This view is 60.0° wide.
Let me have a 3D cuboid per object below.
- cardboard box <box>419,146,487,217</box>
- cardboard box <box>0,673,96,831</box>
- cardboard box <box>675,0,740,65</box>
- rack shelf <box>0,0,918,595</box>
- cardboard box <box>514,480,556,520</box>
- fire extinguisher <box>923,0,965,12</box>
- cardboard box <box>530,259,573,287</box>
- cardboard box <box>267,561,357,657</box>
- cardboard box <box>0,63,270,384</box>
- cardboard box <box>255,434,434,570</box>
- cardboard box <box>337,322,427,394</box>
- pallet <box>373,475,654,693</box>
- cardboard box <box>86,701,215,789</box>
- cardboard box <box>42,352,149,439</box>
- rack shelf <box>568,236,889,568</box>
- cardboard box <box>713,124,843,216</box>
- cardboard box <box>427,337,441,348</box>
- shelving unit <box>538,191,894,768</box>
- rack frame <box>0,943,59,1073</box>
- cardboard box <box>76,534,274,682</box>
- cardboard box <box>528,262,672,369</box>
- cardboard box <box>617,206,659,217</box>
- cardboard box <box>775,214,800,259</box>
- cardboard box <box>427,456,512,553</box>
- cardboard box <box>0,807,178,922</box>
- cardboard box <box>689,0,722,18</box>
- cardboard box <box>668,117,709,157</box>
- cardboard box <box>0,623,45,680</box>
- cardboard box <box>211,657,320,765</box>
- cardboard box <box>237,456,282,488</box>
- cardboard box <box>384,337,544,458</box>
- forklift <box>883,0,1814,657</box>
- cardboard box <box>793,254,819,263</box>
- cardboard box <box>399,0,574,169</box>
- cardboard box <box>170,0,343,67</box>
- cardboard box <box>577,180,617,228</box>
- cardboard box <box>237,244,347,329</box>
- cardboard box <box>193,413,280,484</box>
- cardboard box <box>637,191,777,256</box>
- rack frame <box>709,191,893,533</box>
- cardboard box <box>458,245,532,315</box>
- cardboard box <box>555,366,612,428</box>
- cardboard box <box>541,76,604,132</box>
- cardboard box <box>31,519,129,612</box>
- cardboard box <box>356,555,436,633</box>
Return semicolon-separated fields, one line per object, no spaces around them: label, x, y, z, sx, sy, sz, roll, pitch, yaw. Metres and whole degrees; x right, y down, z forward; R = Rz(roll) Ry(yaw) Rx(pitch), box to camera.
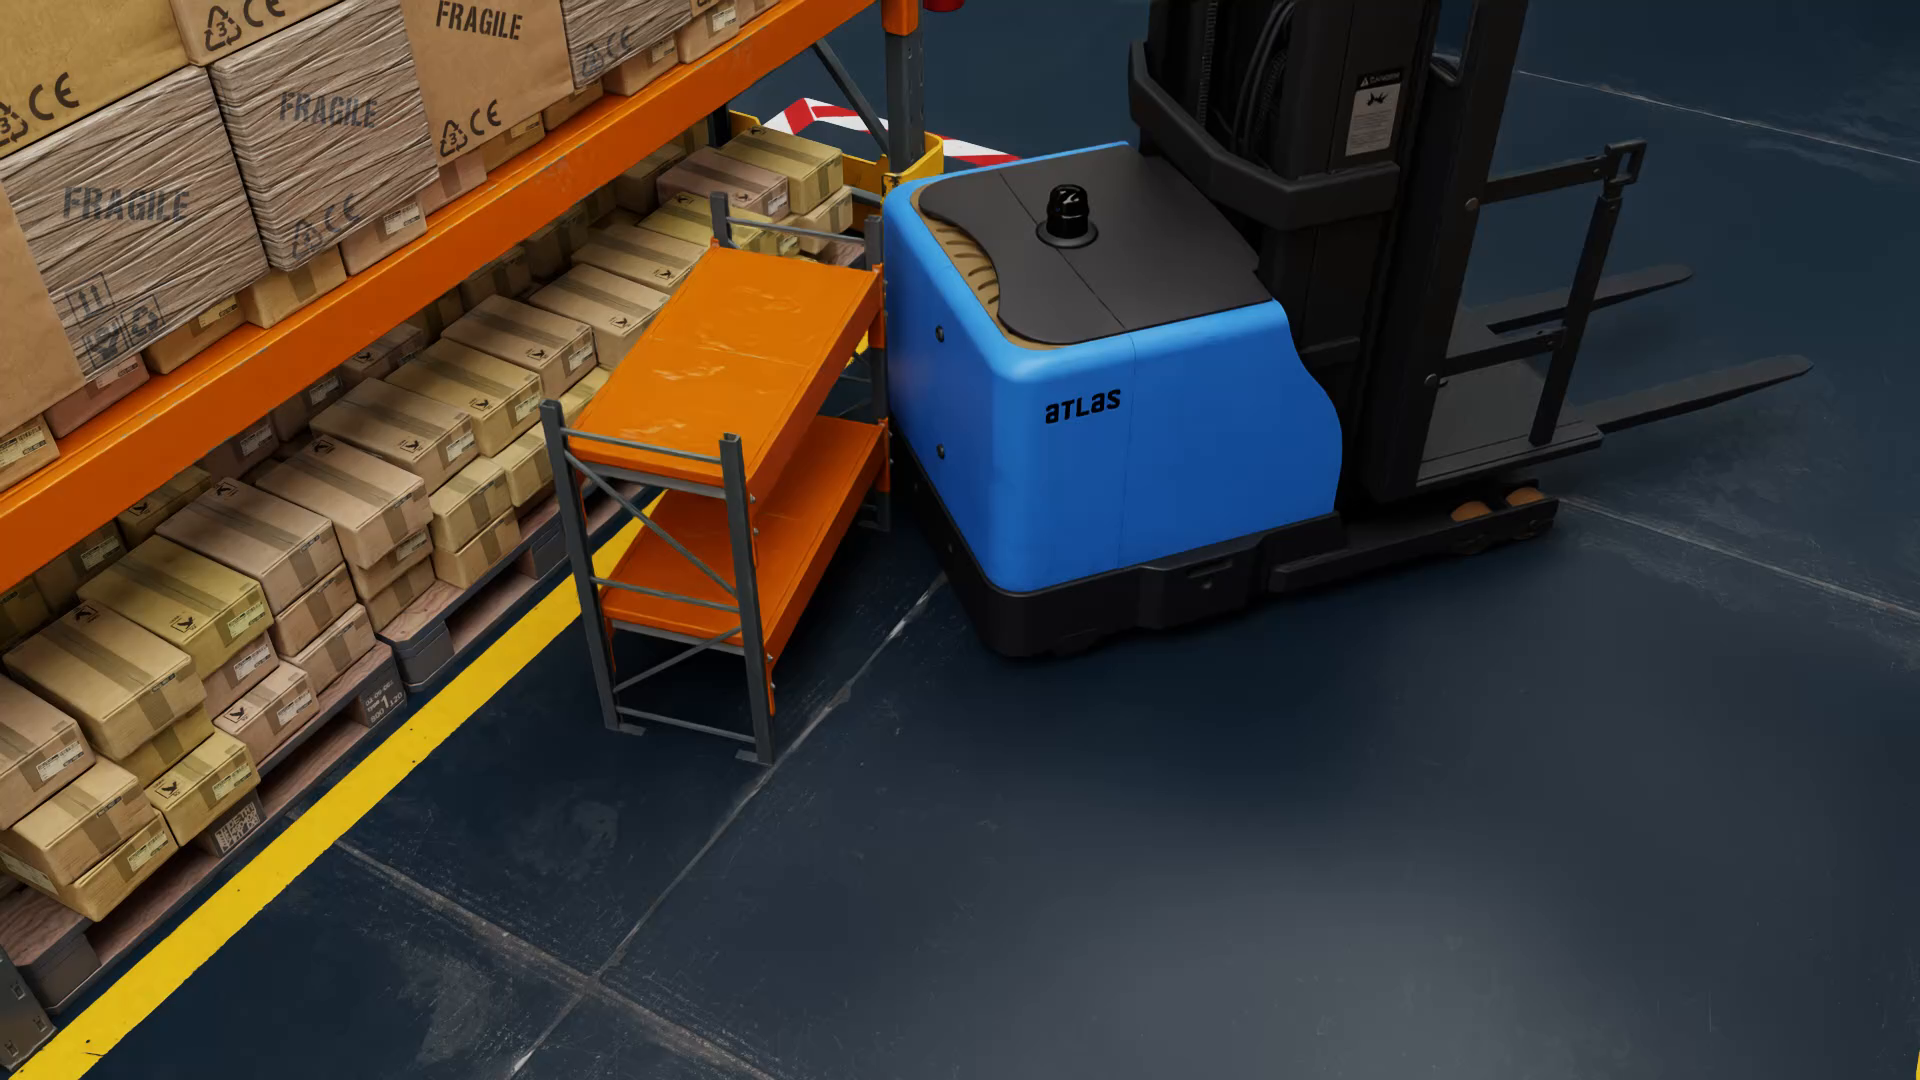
cardboard box;-1.457;-0.991;4.295;0.380;0.149;0.250;23;46;24
cardboard box;-2.242;0.468;3.839;0.380;0.149;0.250;23;46;24
cardboard box;-0.887;-1.575;4.959;0.380;0.149;0.250;22;46;23
rack shelf;-1.593;-0.967;4.623;1.077;0.370;4.000;21;45;22
cardboard box;-1.454;-0.214;5.063;0.380;0.149;0.250;22;46;23
fire extinguisher;-0.066;-2.204;5.824;0.296;0.674;0.183;21;45;22
cardboard box;-1.530;-0.948;5.671;0.380;0.149;0.250;22;46;23
cardboard box;-1.858;0.127;4.451;0.380;0.149;0.250;19;45;20
cardboard box;-1.886;-0.728;3.506;0.500;0.500;0.500;21;45;22
cardboard box;-1.660;-0.107;4.491;0.380;0.149;0.250;22;46;23
cardboard box;-1.832;-0.570;5.017;0.380;0.149;0.250;21;46;22
pallet;-1.678;-0.143;5.253;1.003;0.211;1.213;21;45;22
cardboard box;-2.086;0.432;4.104;0.380;0.149;0.250;21;46;22
cardboard box;-2.015;-0.395;3.619;0.380;0.149;0.250;19;45;20
rack shelf;-0.602;-0.398;4.409;0.538;0.278;1.000;11;43;12
cardboard box;-0.637;-1.306;5.852;0.380;0.149;0.250;21;46;23
cardboard box;-1.681;-0.596;5.271;0.380;0.149;0.250;23;46;24
shelving unit;-0.602;-0.179;4.602;0.538;1.125;1.048;11;43;12
rack frame;-2.593;-0.093;3.086;1.000;3.000;0.127;21;45;22
cardboard box;-1.969;0.169;4.178;0.380;0.149;0.250;20;45;21
cardboard box;-1.103;-0.692;5.155;0.380;0.149;0.250;23;46;24
cardboard box;-1.262;-1.228;5.989;0.380;0.149;0.250;21;45;22
cardboard box;-0.786;-1.053;5.790;0.380;0.149;0.250;20;45;21
cardboard box;-1.518;-0.146;4.761;0.380;0.149;0.250;21;45;22
cardboard box;-2.133;0.717;4.005;0.380;0.149;0.250;19;45;20
cardboard box;-0.856;-1.896;4.832;0.500;0.500;0.500;20;45;21
cardboard box;-1.148;-1.505;6.079;0.380;0.149;0.250;19;45;20
cardboard box;-2.586;0.264;4.295;0.380;0.149;0.250;19;45;20
cardboard box;-1.920;0.406;4.359;0.380;0.149;0.250;21;45;22
cardboard box;-2.146;-0.159;4.775;0.380;0.149;0.250;22;46;23
cardboard box;-1.437;-0.418;4.844;0.380;0.149;0.250;21;46;22
forklift;1.334;-1.369;4.587;3.031;2.935;1.130;-14;43;-15
cardboard box;-0.716;-0.918;5.863;0.380;0.149;0.250;22;46;23
cardboard box;-1.360;-1.320;4.179;0.500;0.500;0.500;23;46;24
cardboard box;-1.631;-1.375;3.484;0.500;0.500;0.500;22;46;23
cardboard box;-1.419;-1.206;5.739;0.380;0.149;0.250;21;45;22
cardboard box;-1.691;-0.671;3.932;0.380;0.149;0.250;22;46;23
cardboard box;-2.176;-0.306;4.717;0.380;0.149;0.250;19;45;20
cardboard box;-0.832;-0.991;5.495;0.380;0.149;0.250;20;45;21
rack frame;-0.456;-0.501;4.967;0.500;1.125;0.032;11;43;12
cardboard box;-1.618;-0.881;5.370;0.380;0.149;0.250;23;46;24
cardboard box;-1.260;-0.446;5.101;0.380;0.149;0.250;23;46;24
cardboard box;-1.231;-1.299;4.646;0.380;0.149;0.250;19;45;20
cardboard box;-2.429;0.002;4.367;0.380;0.149;0.250;21;45;22
cardboard box;-1.732;0.078;4.731;0.380;0.149;0.250;19;45;20
